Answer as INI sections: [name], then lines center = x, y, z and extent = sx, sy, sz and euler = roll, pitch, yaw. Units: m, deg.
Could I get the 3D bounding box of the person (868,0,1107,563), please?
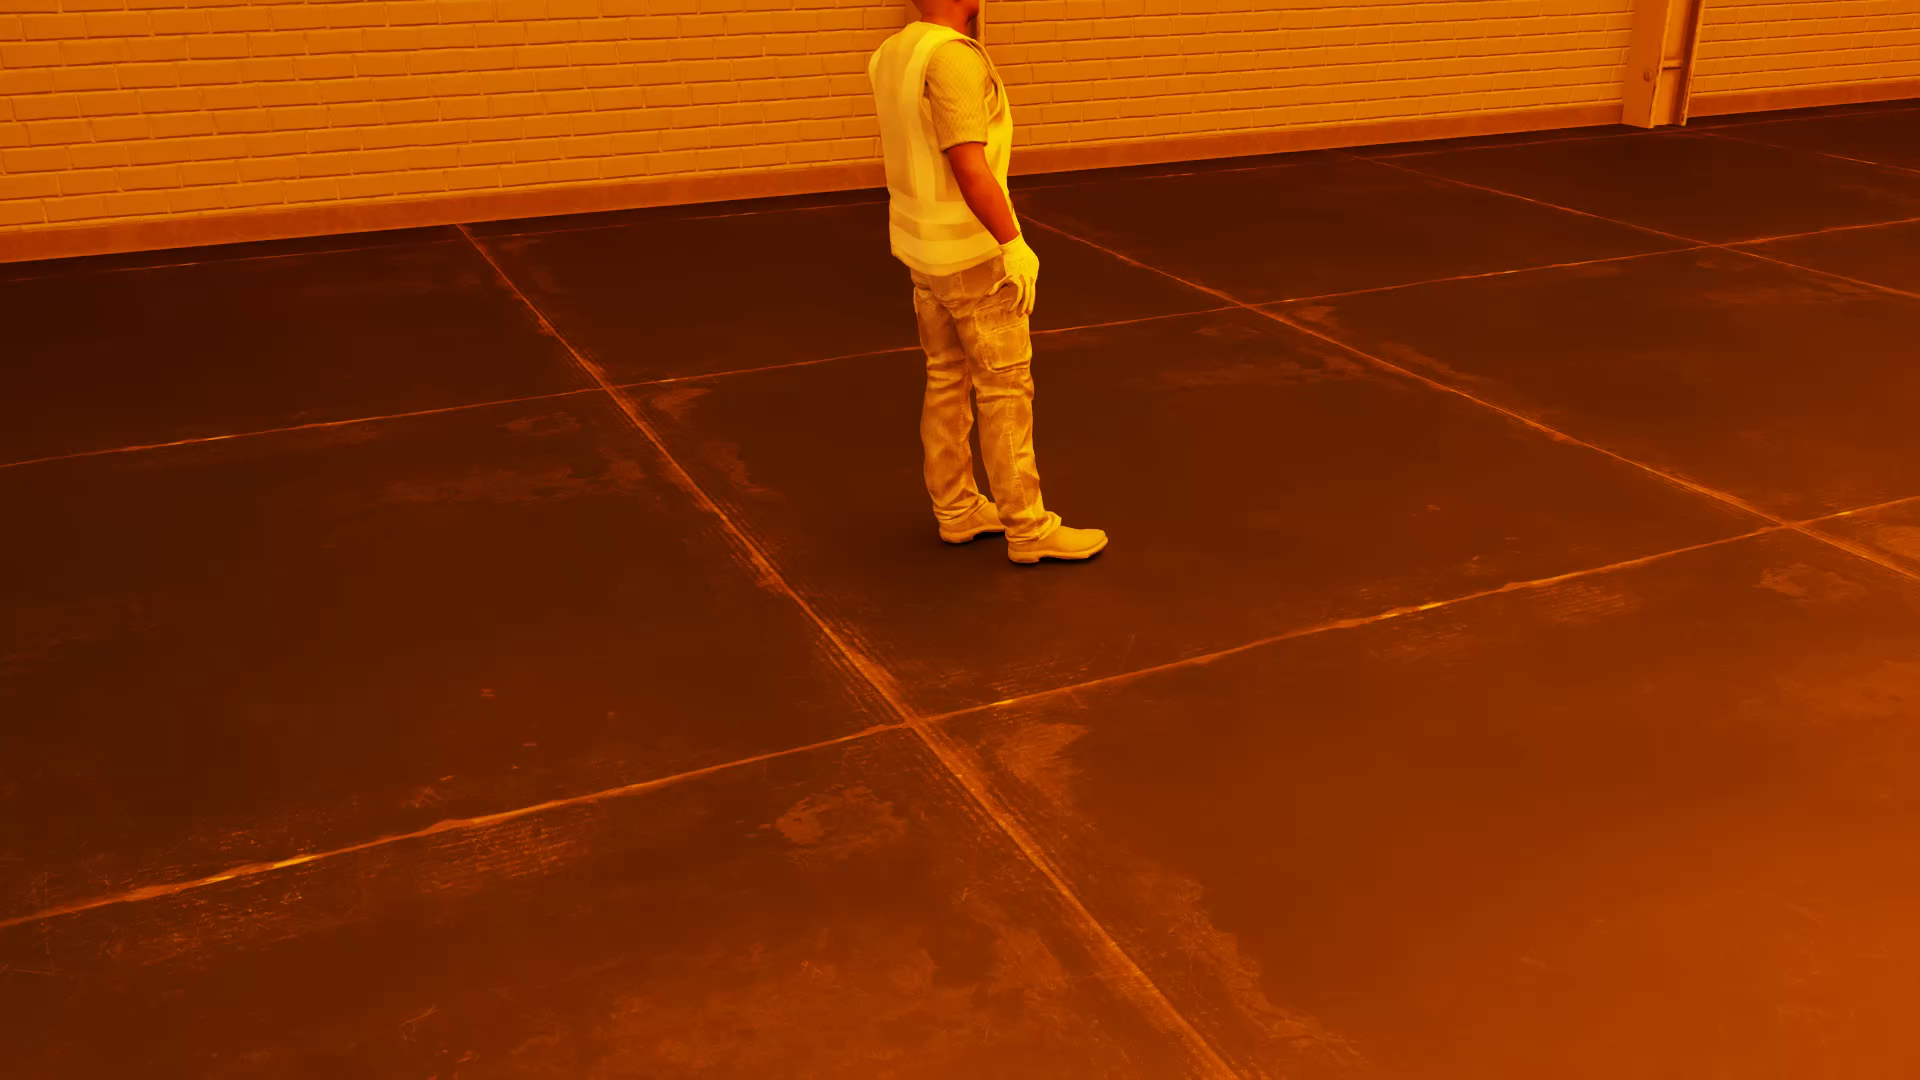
[person]
center = 0.069, -0.839, 4.782
extent = 0.577, 1.782, 0.656
euler = -10, 25, -23
